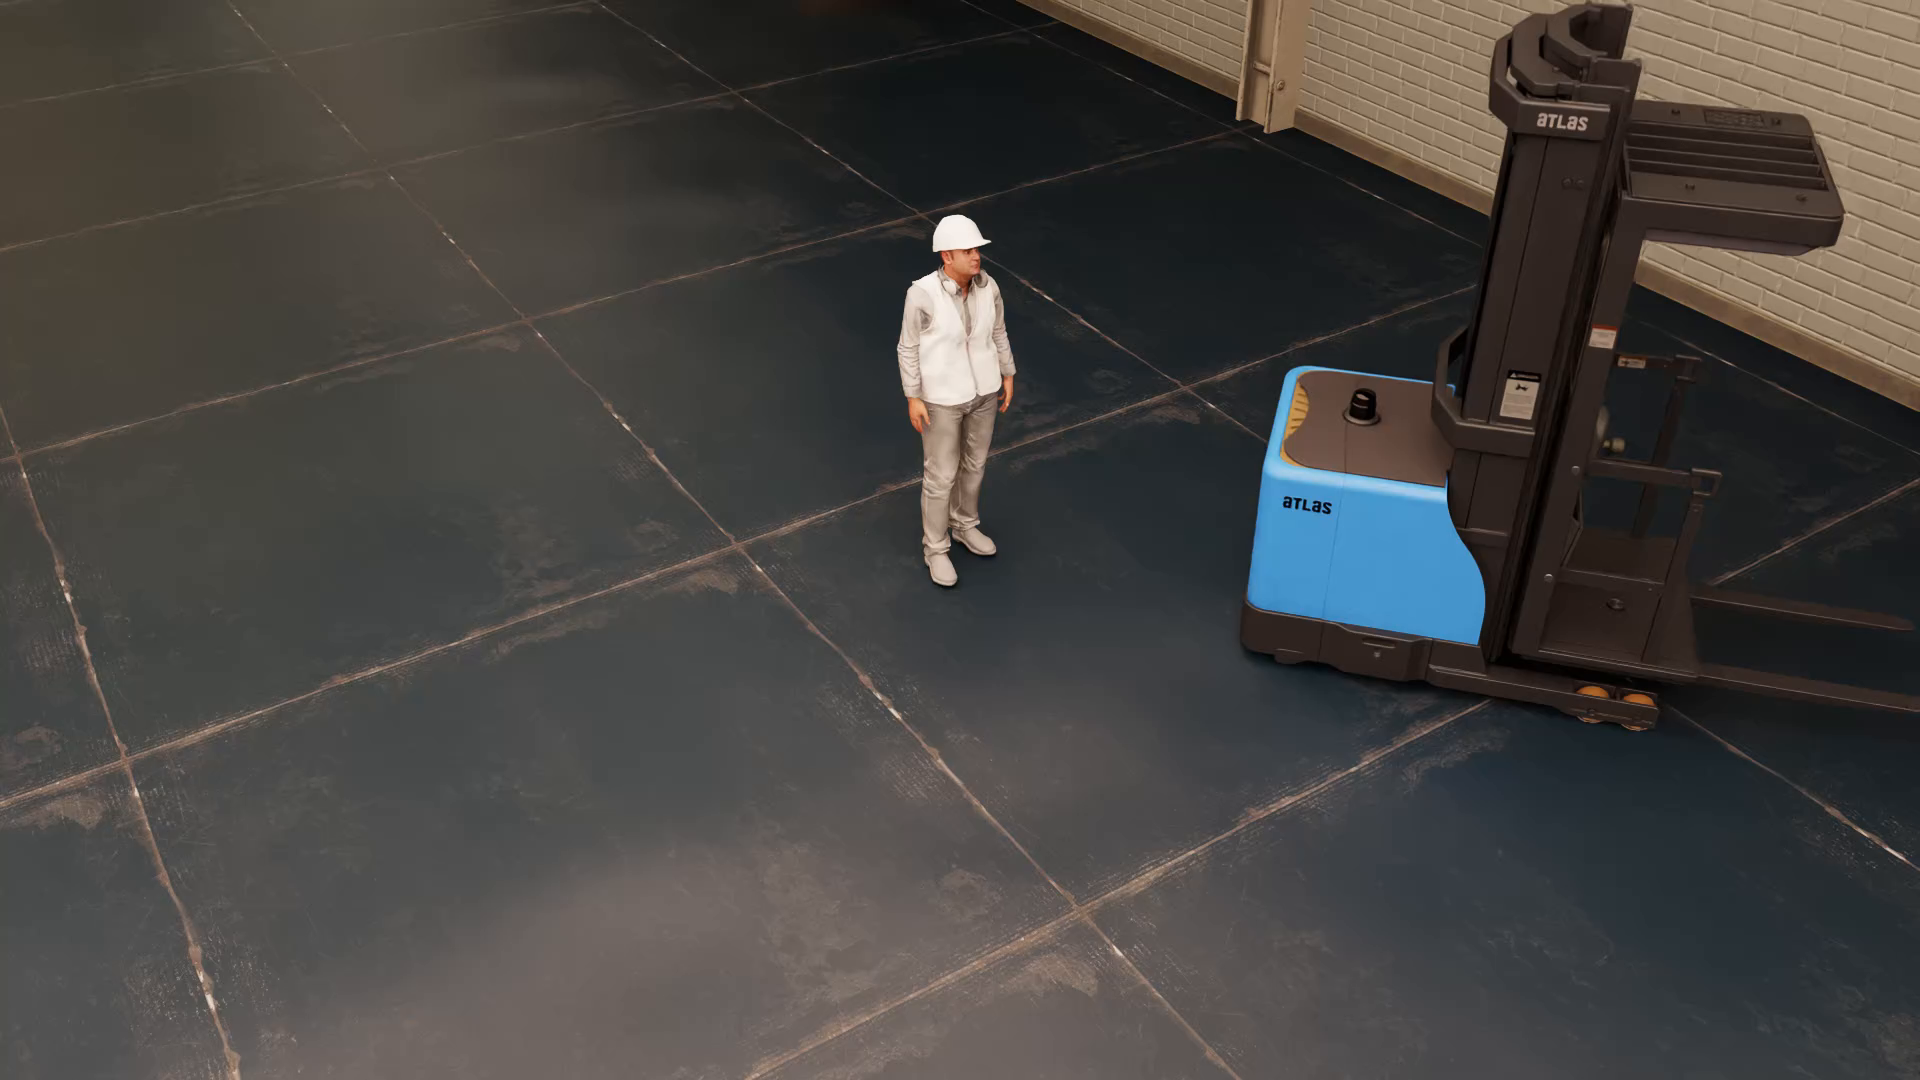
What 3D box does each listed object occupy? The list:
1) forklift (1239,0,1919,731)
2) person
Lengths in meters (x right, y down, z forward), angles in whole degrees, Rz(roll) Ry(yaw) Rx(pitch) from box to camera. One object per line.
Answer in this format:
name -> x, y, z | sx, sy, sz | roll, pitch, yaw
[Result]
forklift -> 2.904, -0.683, 7.119 | 3.031, 2.935, 1.130 | 9, 36, 13
person -> 0.028, -0.699, 8.137 | 0.633, 1.775, 0.566 | -21, 40, -27
